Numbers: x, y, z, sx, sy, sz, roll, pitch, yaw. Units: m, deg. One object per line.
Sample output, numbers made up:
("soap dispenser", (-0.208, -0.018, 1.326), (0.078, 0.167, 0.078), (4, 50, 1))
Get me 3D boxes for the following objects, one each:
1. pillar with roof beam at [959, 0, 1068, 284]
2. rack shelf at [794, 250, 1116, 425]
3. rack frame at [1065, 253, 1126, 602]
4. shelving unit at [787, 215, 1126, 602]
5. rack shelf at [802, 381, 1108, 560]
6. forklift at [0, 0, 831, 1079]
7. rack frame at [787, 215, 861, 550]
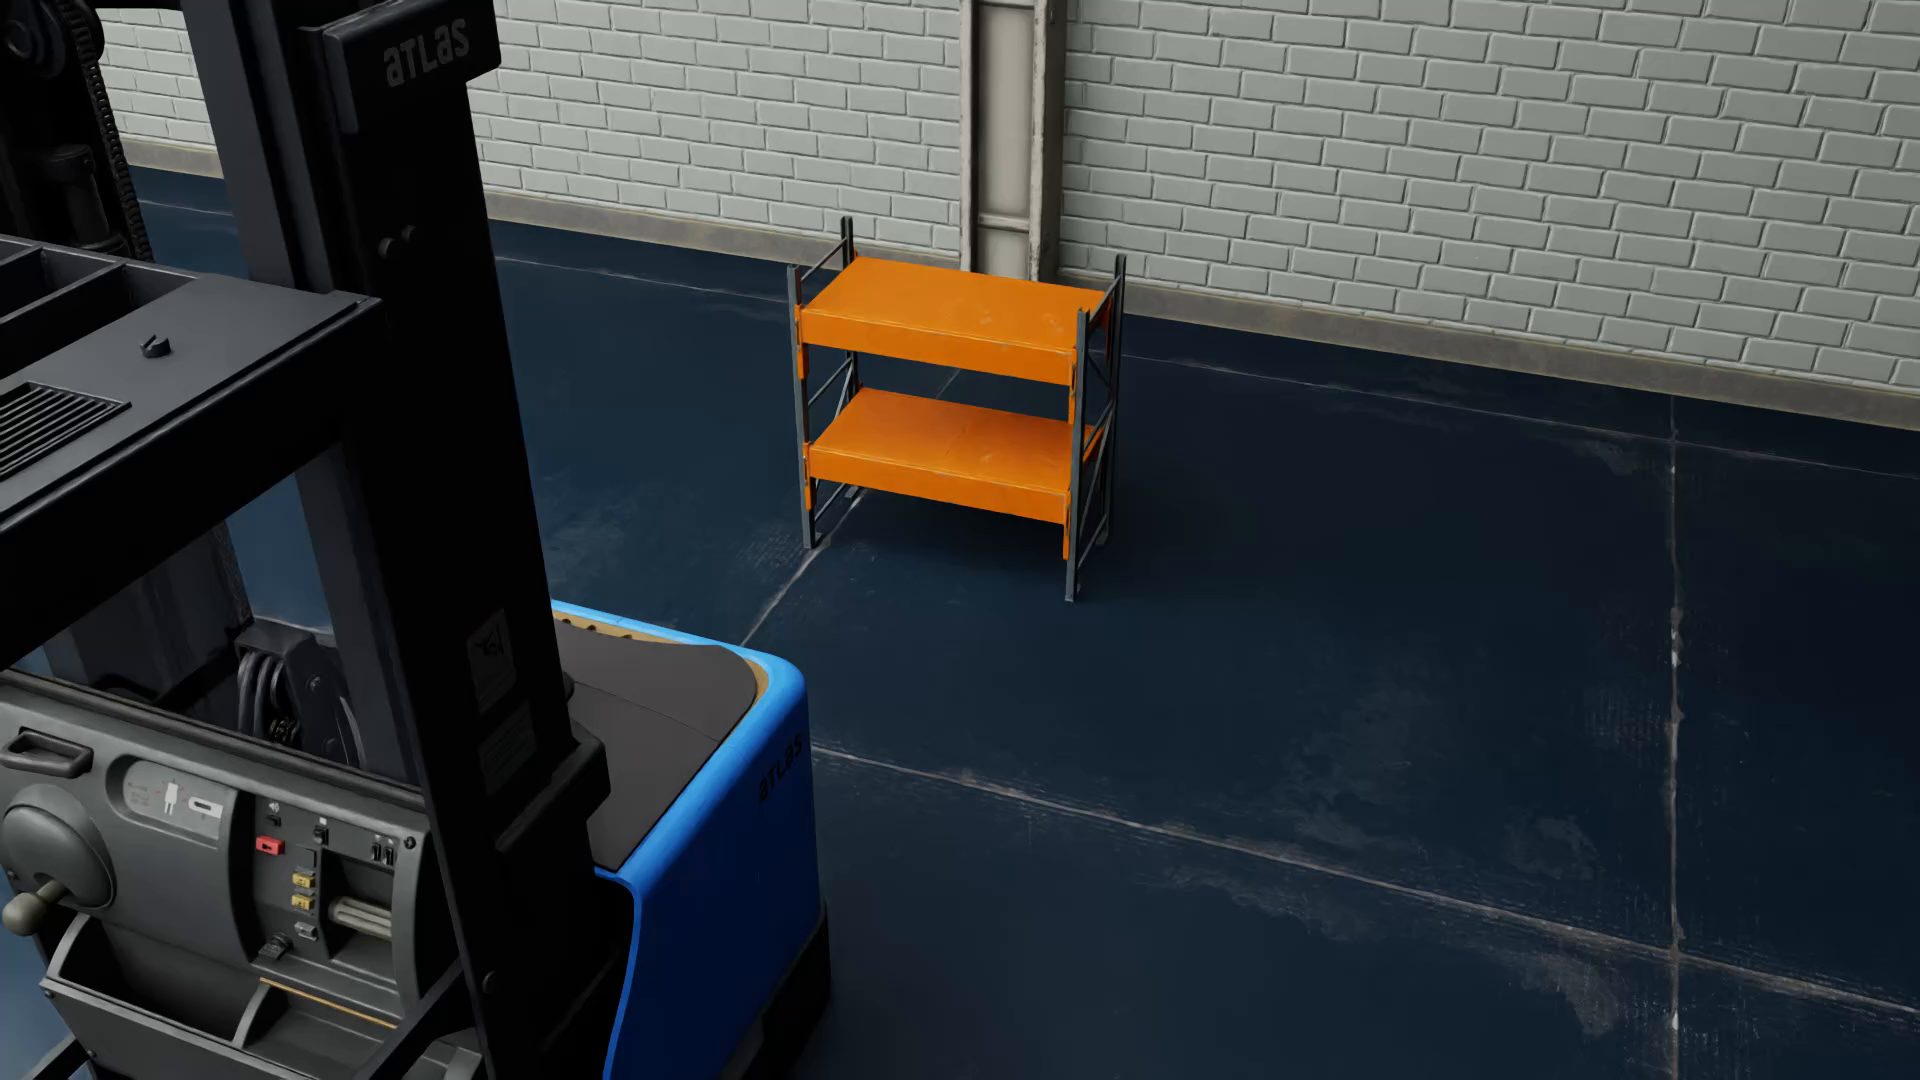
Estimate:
("pillar with roof beam", (-1.219, -2.702, 2.139), (0.400, 9.000, 9.100), (11, 34, 16))
("rack shelf", (-0.006, -0.720, 5.788), (1.000, 0.278, 0.538), (11, 34, 16))
("rack frame", (0.472, -0.381, 5.803), (0.032, 1.125, 0.500), (11, 34, 16))
("shelving unit", (-0.006, -0.474, 5.947), (1.048, 1.125, 0.538), (11, 34, 16))
("rack shelf", (-0.006, -0.268, 6.079), (1.000, 0.278, 0.538), (11, 34, 16))
("forklift", (-1.360, 0.595, 2.627), (1.130, 2.935, 3.031), (12, 35, 18))
("rack frame", (-0.485, -0.567, 6.091), (0.032, 1.125, 0.500), (11, 34, 16))
